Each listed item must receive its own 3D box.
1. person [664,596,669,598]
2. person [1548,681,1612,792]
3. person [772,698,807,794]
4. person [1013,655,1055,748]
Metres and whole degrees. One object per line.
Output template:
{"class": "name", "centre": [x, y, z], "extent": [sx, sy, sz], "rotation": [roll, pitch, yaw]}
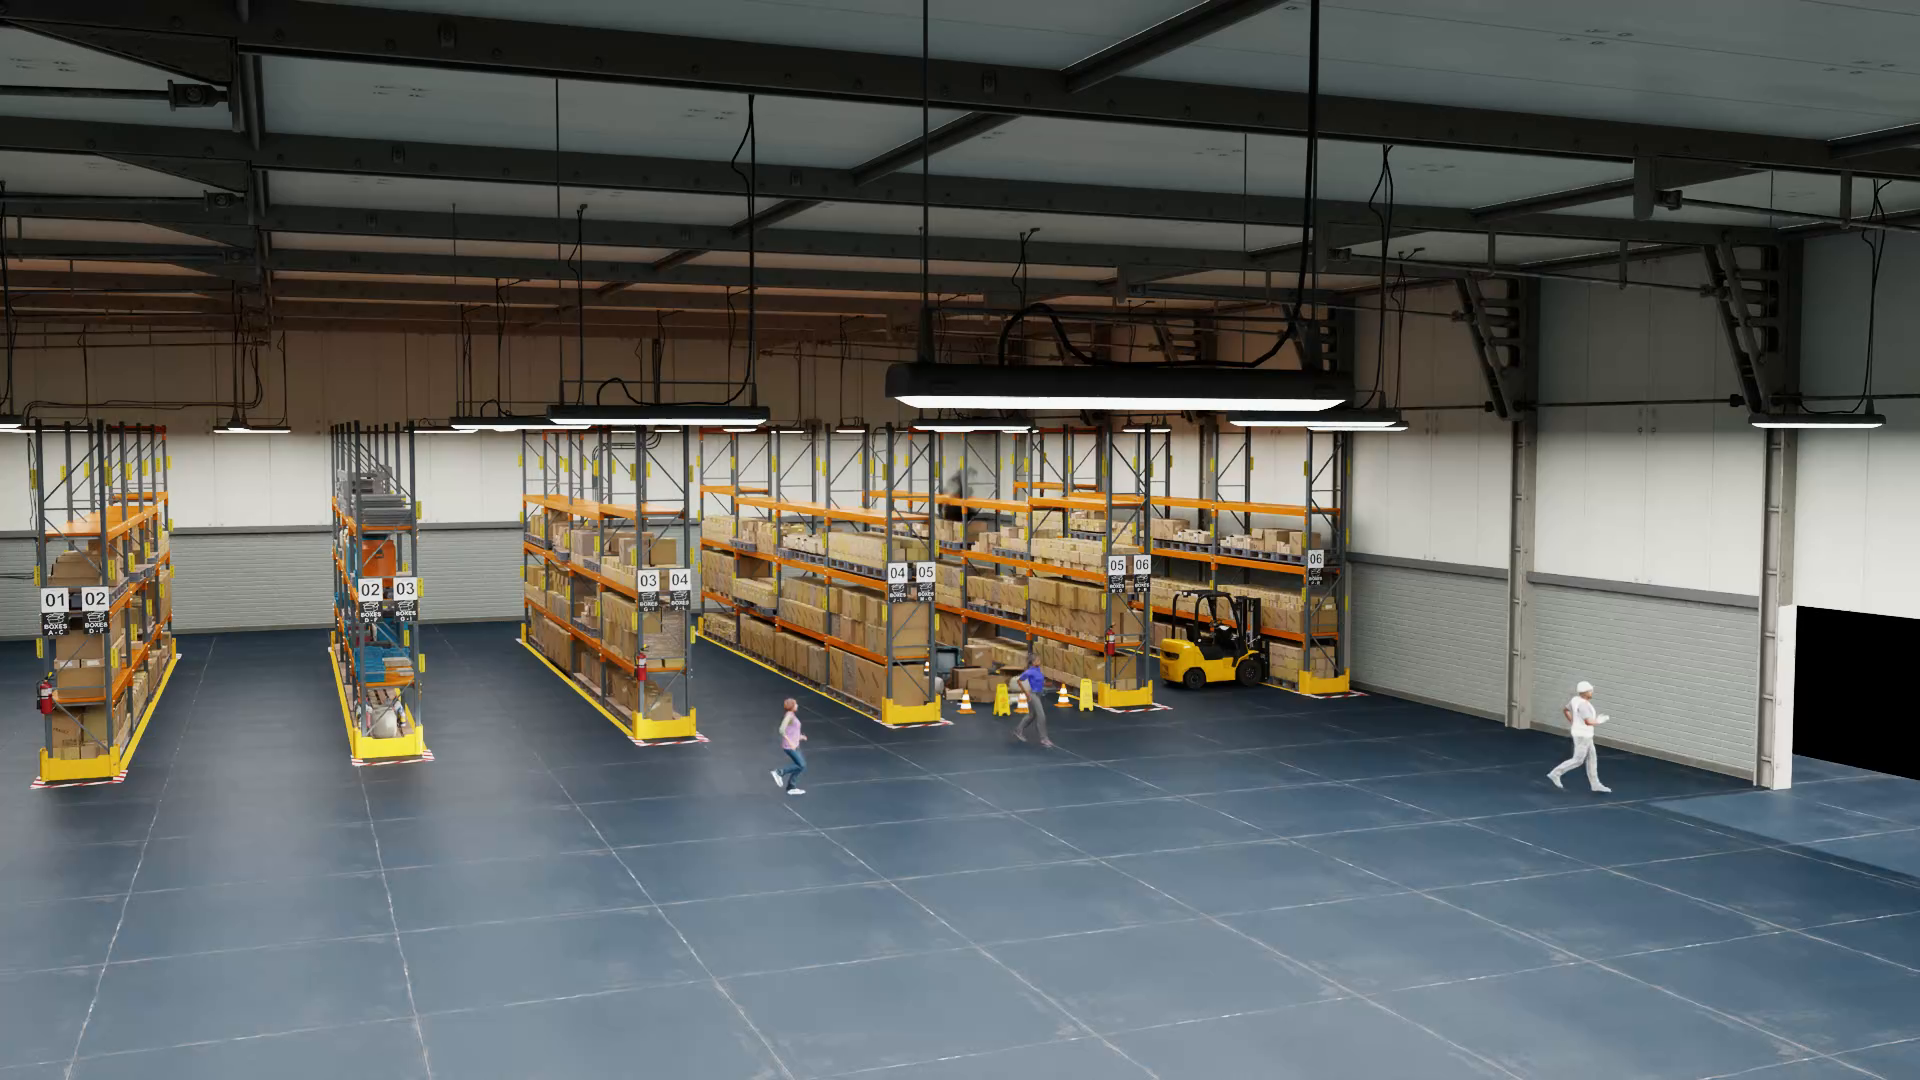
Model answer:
{"class": "person", "centre": [-8.642, 1.981, 47.447], "extent": [0.702, 1.600, 0.500], "rotation": [0, 4, 5]}
{"class": "person", "centre": [9.925, 3.139, 26.590], "extent": [0.984, 1.765, 0.685], "rotation": [1, 4, 15]}
{"class": "person", "centre": [-2.715, 3.289, 26.529], "extent": [0.556, 1.547, 0.549], "rotation": [0, 4, -3]}
{"class": "person", "centre": [1.377, 2.958, 30.742], "extent": [0.853, 1.687, 0.566], "rotation": [2, 4, 24]}
